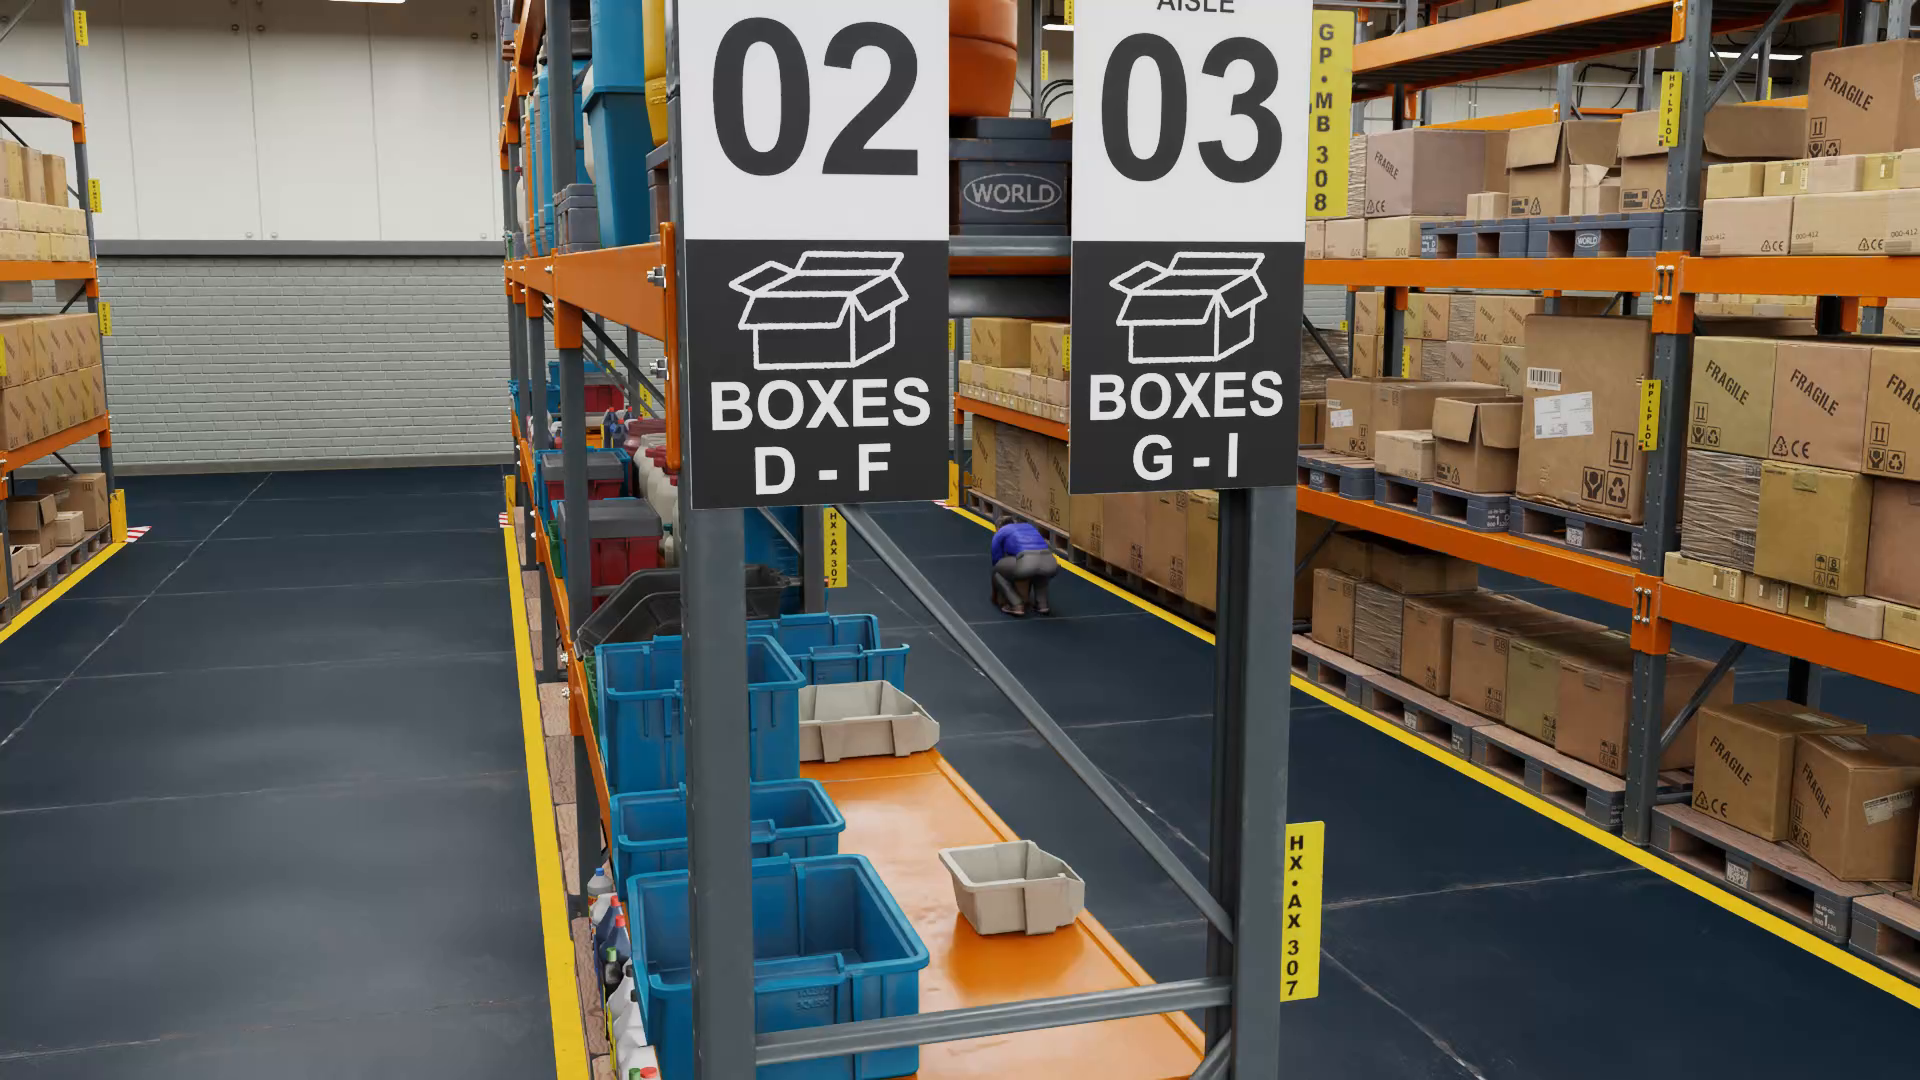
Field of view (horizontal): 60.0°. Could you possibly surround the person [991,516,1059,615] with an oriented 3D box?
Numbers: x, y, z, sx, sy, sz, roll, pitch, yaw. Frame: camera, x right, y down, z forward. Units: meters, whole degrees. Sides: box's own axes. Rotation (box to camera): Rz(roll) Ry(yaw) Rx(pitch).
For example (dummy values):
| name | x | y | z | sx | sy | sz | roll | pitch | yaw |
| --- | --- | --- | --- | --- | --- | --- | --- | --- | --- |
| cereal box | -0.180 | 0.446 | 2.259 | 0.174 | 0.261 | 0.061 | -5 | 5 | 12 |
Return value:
| name | x | y | z | sx | sy | sz | roll | pitch | yaw |
| --- | --- | --- | --- | --- | --- | --- | --- | --- | --- |
| person | 0.500 | 0.226 | 13.506 | 0.460 | 0.790 | 0.838 | -3 | 10 | -17 |
